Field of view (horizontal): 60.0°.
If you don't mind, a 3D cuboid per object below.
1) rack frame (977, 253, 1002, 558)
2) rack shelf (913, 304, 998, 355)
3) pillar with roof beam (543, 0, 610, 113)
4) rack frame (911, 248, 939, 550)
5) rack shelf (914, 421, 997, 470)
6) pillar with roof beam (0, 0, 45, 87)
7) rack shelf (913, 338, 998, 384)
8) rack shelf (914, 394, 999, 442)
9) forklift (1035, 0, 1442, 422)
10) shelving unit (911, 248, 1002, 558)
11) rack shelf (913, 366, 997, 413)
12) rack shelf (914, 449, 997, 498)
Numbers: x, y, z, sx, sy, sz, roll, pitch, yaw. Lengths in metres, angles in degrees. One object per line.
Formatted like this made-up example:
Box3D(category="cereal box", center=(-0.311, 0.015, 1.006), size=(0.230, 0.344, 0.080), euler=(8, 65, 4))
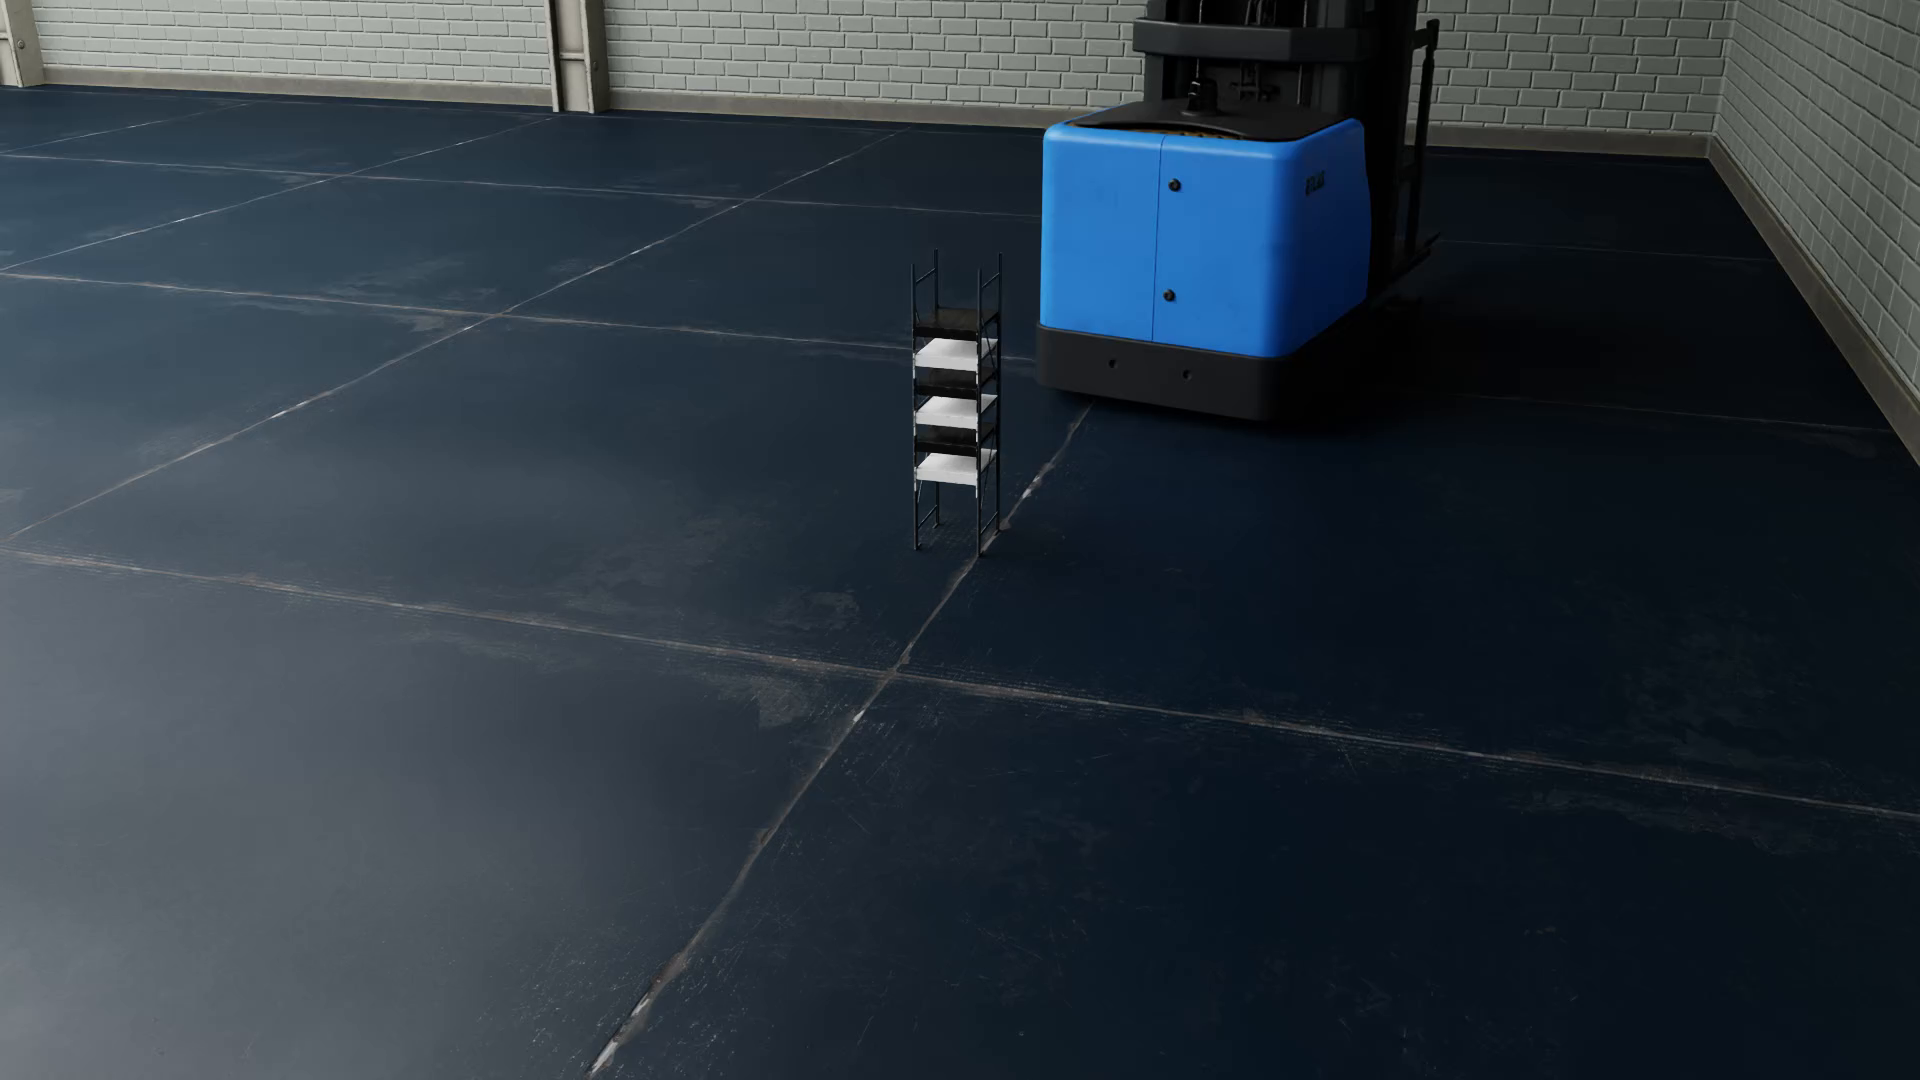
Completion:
Box3D(category="rack frame", center=(0.090, -0.406, 5.074), size=(0.006, 0.900, 0.240), euler=(7, 23, 16))
Box3D(category="rack shelf", center=(-0.008, -0.636, 5.012), size=(0.200, 0.077, 0.258), euler=(7, 23, 16))
Box3D(category="pillar with roof beam", center=(-4.482, -6.288, 8.743), size=(0.400, 9.000, 9.100), euler=(7, 23, 16))
Box3D(category="rack frame", center=(-0.105, -0.428, 5.129), size=(0.006, 0.900, 0.240), euler=(7, 23, 16))
Box3D(category="rack shelf", center=(-0.008, -0.303, 5.148), size=(0.200, 0.077, 0.258), euler=(7, 23, 16))
Box3D(category="pillar with roof beam", center=(-10.226, -6.946, 10.346), size=(0.400, 9.000, 9.100), euler=(7, 23, 16))
Box3D(category="rack shelf", center=(-0.008, -0.553, 5.046), size=(0.200, 0.077, 0.258), euler=(7, 23, 16))
Box3D(category="rack shelf", center=(-0.008, -0.386, 5.114), size=(0.200, 0.077, 0.258), euler=(7, 23, 16))
Box3D(category="forklift", center=(1.454, -2.311, 7.041), size=(1.130, 2.935, 3.031), euler=(12, 25, 27))
Box3D(category="shelving unit", center=(-0.008, -0.417, 5.101), size=(0.210, 0.900, 0.258), euler=(7, 23, 16))
Box3D(category="rack shelf", center=(-0.008, -0.470, 5.080), size=(0.200, 0.077, 0.258), euler=(7, 23, 16))
Box3D(category="rack shelf", center=(-0.008, -0.220, 5.182), size=(0.200, 0.077, 0.258), euler=(7, 23, 16))
